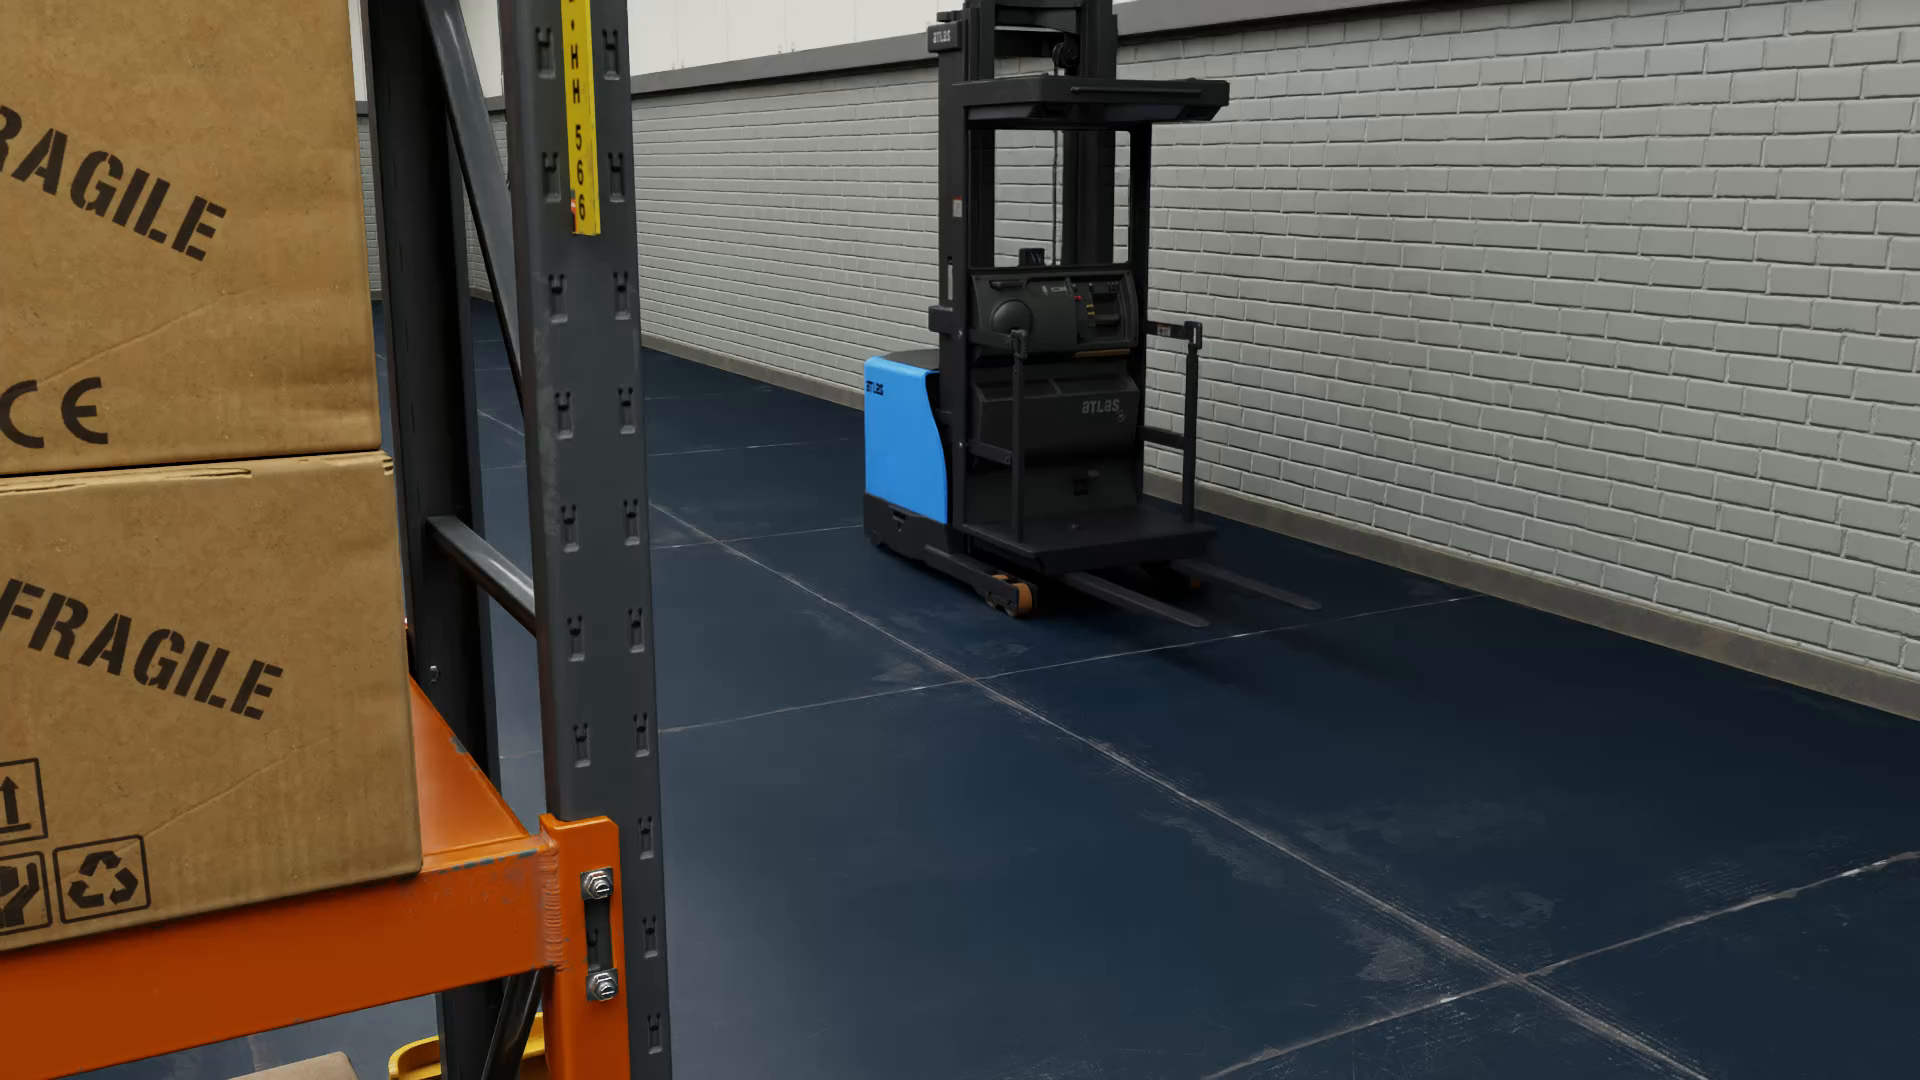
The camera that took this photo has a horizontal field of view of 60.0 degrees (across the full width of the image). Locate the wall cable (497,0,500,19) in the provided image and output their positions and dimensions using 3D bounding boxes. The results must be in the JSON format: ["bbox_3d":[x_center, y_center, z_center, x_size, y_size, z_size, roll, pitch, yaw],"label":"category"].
[{"bbox_3d":[-6.104,-8.581,22.814,0.112,2.526,3.097,-7,14,-28],"label":"wall cable"}]

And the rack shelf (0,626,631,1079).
[{"bbox_3d":[-2.423,0.634,1.598,4.000,0.370,1.077,-7,14,-28],"label":"rack shelf"}]

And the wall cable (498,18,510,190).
[{"bbox_3d":[-7.401,-6.639,25.685,0.112,2.526,3.097,-7,14,-28],"label":"wall cable"}]

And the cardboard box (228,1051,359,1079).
[{"bbox_3d":[-1.199,1.207,2.295,0.875,0.438,0.875,-7,15,-30],"label":"cardboard box"}]

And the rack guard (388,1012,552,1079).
[{"bbox_3d":[-0.647,1.290,2.739,0.348,0.500,1.175,-7,14,-28],"label":"rack guard"}]

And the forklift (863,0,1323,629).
[{"bbox_3d":[0.587,-1.174,8.148,1.130,2.935,3.031,-7,14,-27],"label":"forklift"}]

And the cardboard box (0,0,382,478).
[{"bbox_3d":[-0.977,-0.367,1.904,0.500,0.500,0.500,-6,14,-26],"label":"cardboard box"}]

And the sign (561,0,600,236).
[{"bbox_3d":[-0.420,-0.502,1.829,0.005,0.325,0.100,-7,14,-28],"label":"sign"}]

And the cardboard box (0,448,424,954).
[{"bbox_3d":[-0.964,0.126,1.991,0.500,0.500,0.500,-7,14,-28],"label":"cardboard box"}]
